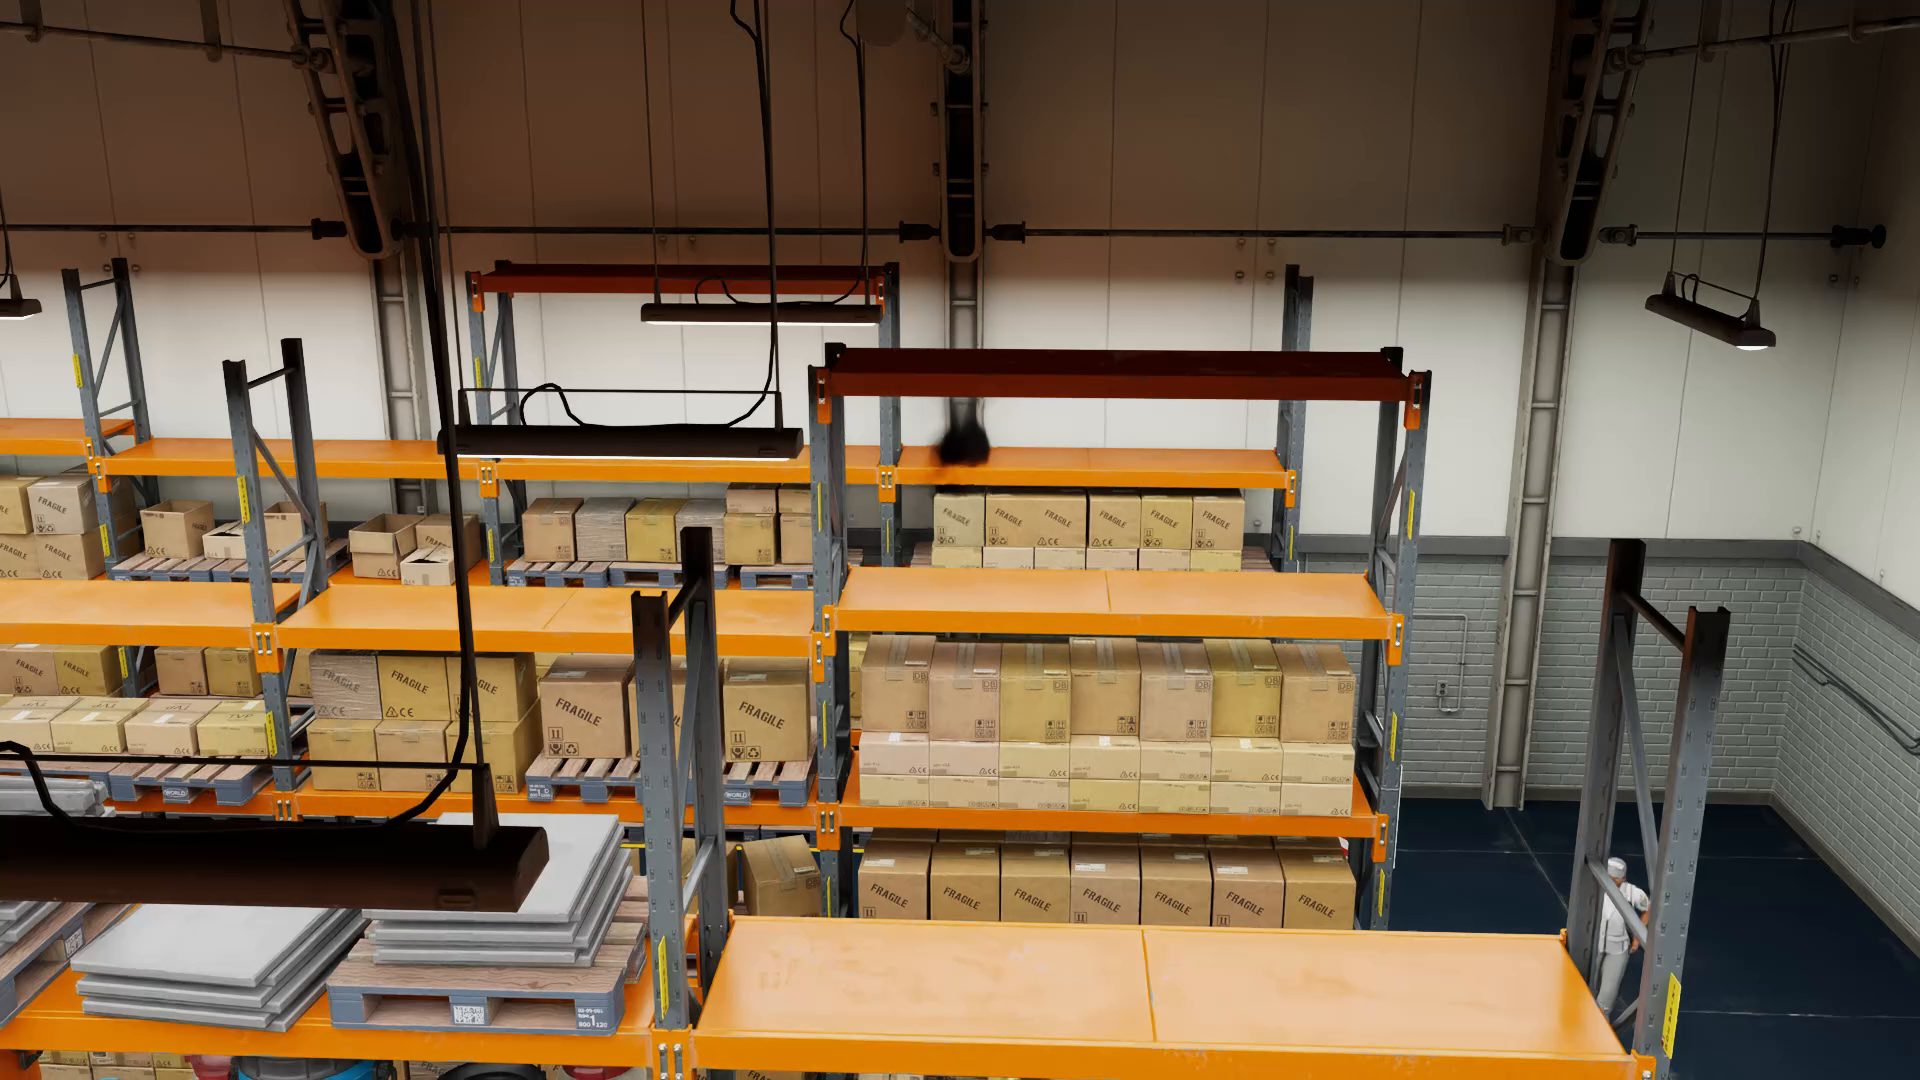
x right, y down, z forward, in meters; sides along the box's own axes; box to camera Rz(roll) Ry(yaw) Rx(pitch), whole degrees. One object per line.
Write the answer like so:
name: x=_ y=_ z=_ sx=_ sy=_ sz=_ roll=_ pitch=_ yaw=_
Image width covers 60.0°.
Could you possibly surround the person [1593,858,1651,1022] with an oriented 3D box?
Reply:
person: x=5.480 y=3.404 z=14.051 sx=0.633 sy=1.658 sz=0.786 roll=7 pitch=18 yaw=23
